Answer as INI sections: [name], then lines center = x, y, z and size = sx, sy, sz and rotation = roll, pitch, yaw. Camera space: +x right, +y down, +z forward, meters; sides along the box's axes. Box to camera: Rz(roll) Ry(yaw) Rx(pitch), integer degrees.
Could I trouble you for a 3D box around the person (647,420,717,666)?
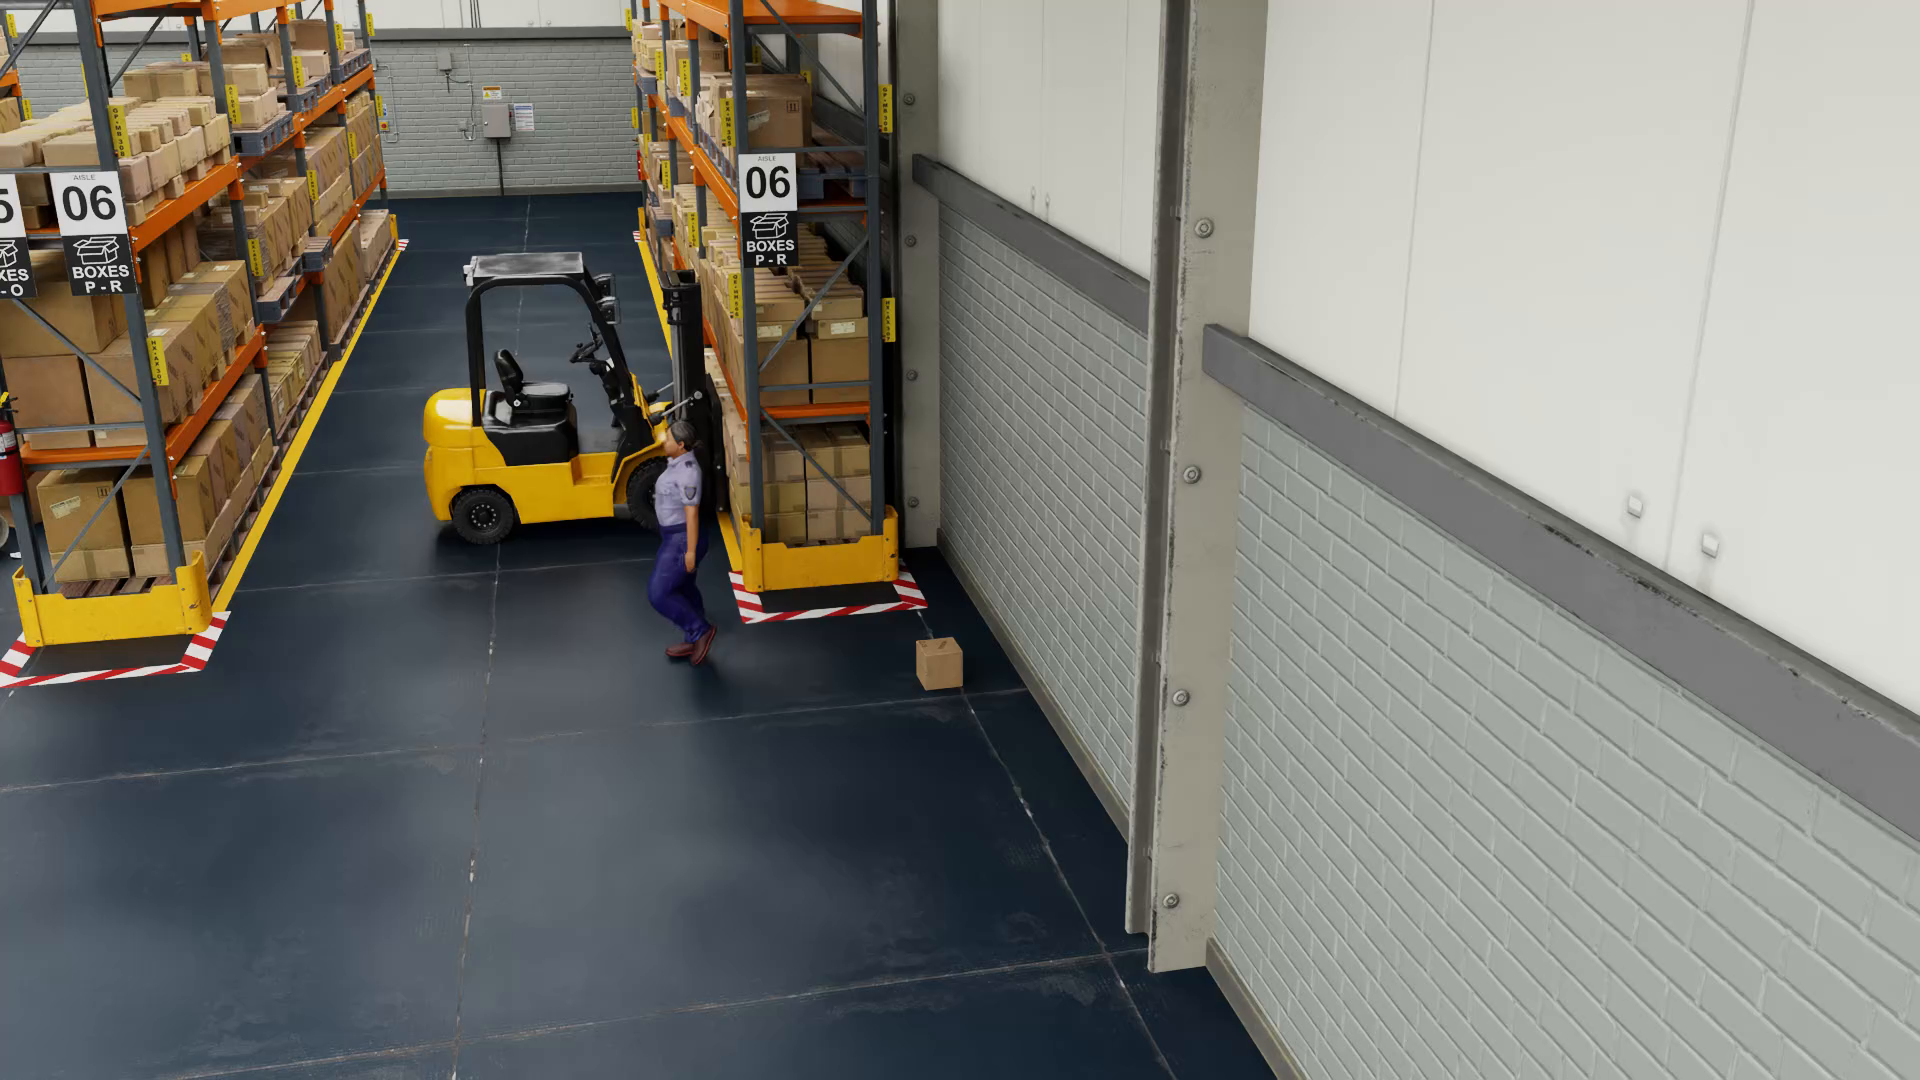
[person]
center = -1.870, 0.020, 10.977
size = 0.431, 1.649, 0.504
rotation = -4, 20, -11
